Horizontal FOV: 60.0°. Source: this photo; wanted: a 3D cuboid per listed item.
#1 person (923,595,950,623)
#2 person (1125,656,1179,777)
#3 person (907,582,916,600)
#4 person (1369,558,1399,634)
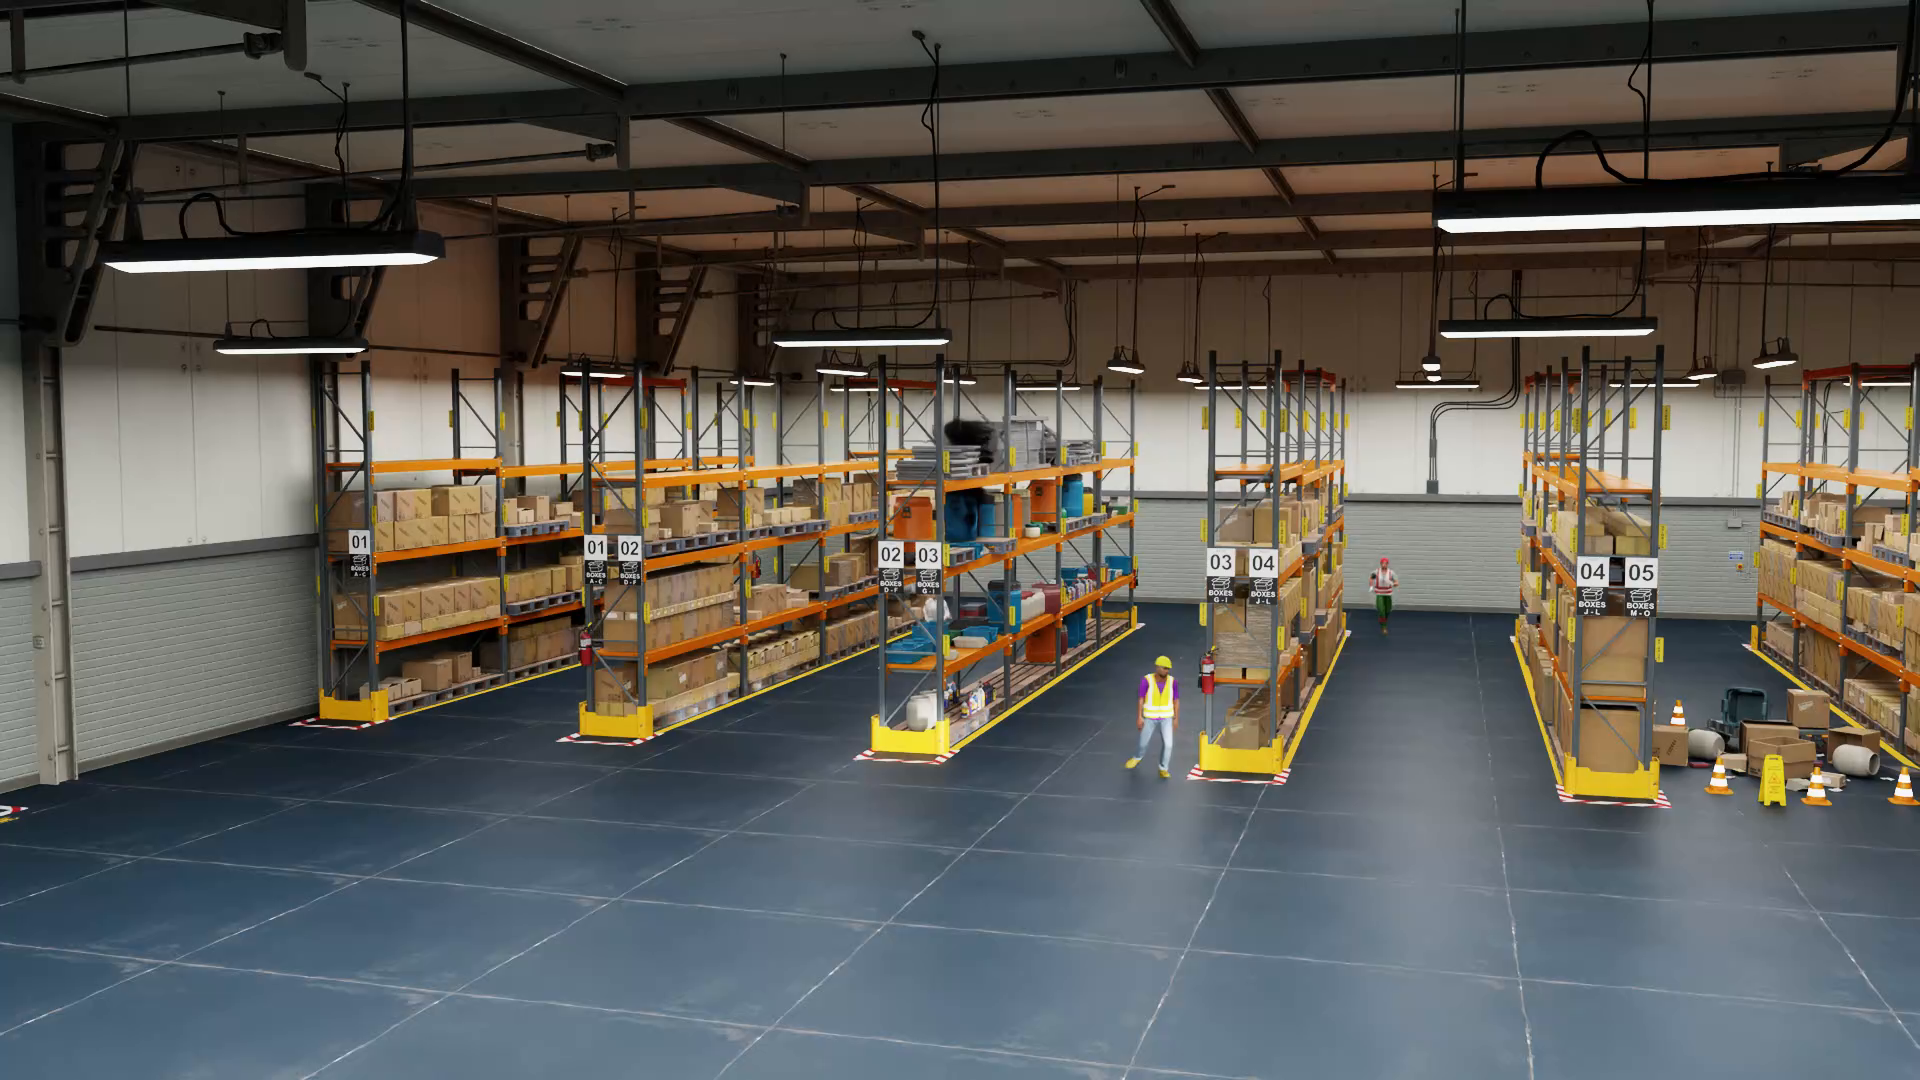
[{"bbox_3d":[-0.517,1.759,33.763,0.623,1.668,0.630,1,4,16],"label":"person"},{"bbox_3d":[2.712,2.463,23.448,0.729,1.714,0.658,0,4,-1],"label":"person"},{"bbox_3d":[-1.182,1.049,43.996,0.747,1.650,0.940,-3,5,-36],"label":"person"},{"bbox_3d":[9.954,1.291,39.041,0.657,1.770,0.951,0,4,7],"label":"person"}]
